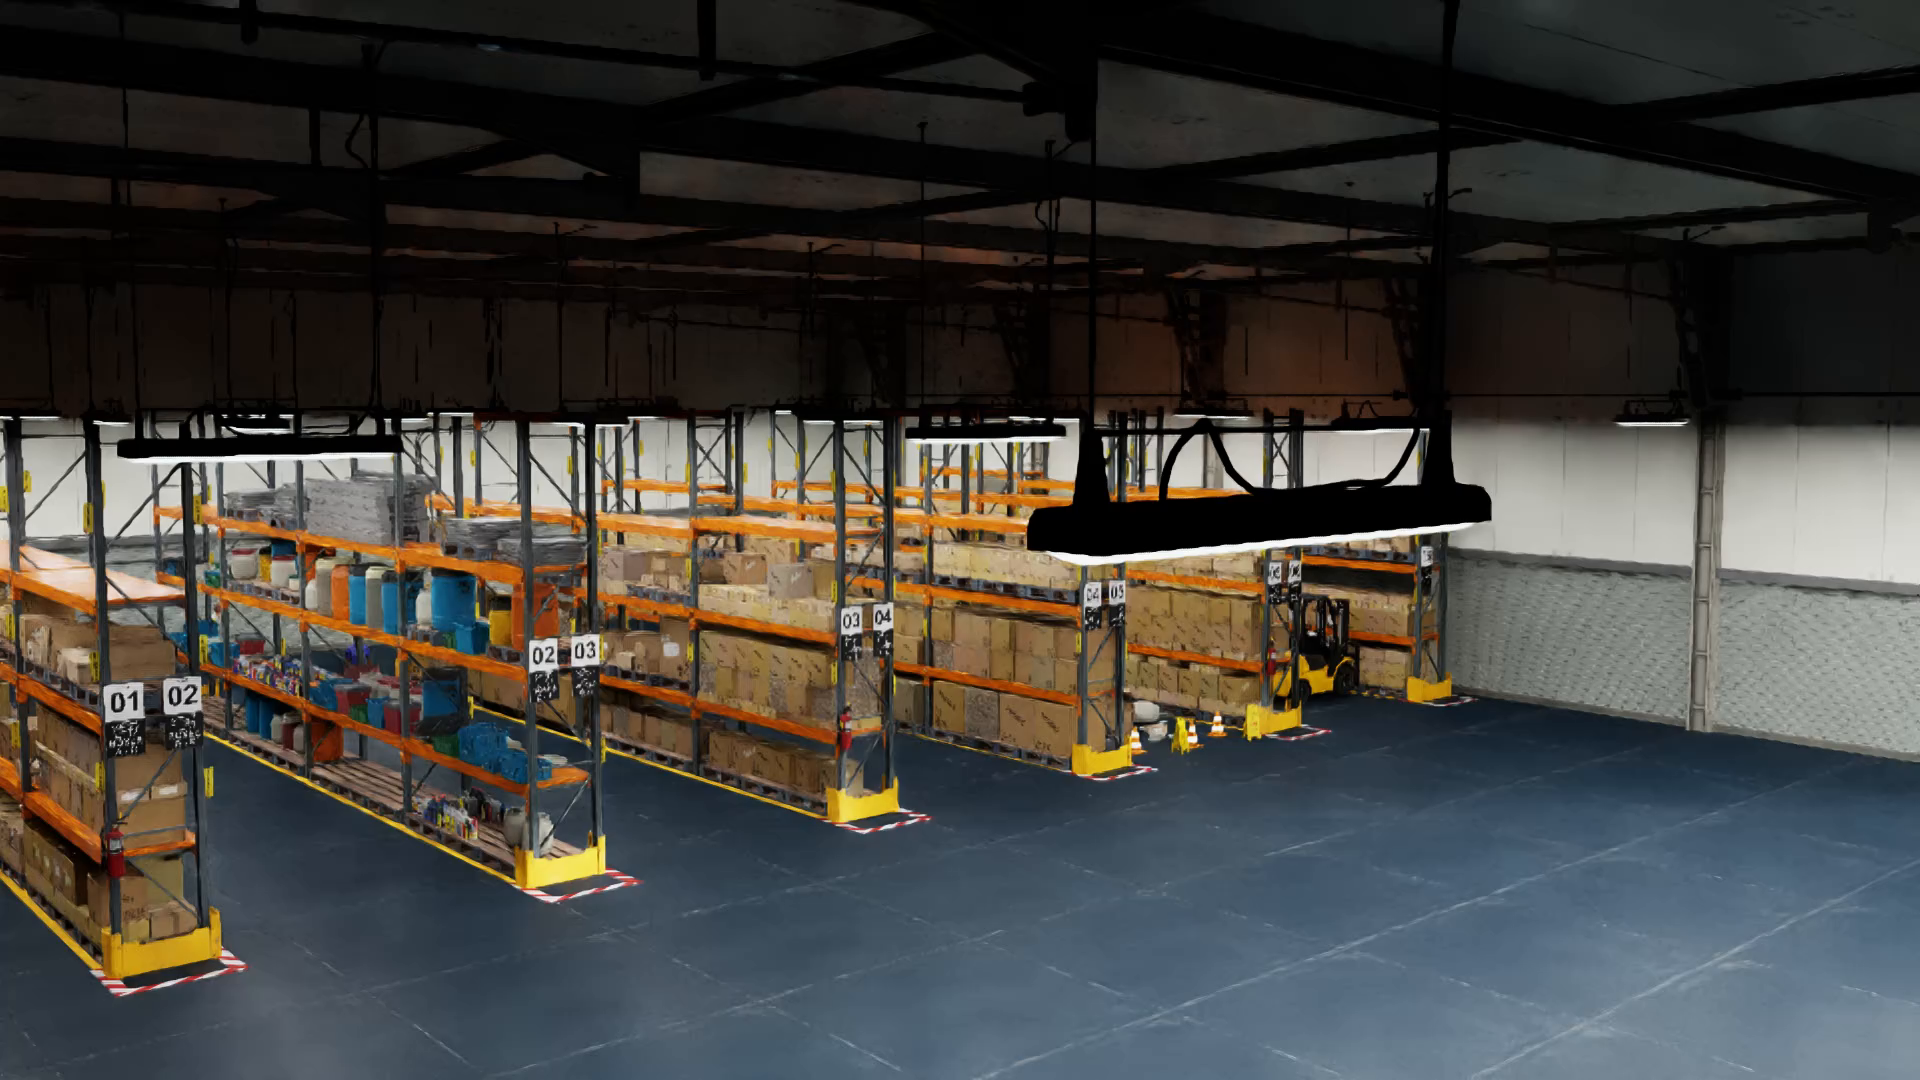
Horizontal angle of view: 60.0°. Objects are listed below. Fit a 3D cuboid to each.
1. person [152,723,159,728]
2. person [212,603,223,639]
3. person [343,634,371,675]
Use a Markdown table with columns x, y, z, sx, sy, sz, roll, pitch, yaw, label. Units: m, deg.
| x | y | z | sx | sy | sz | roll | pitch | yaw | label |
| --- | --- | --- | --- | --- | --- | --- | --- | --- | --- |
| -14.334 | 2.977 | 29.241 | 0.625 | 1.596 | 0.517 | -5 | 7 | -42 | person |
| -16.984 | 2.224 | 37.824 | 0.499 | 1.588 | 0.476 | 1 | 5 | 11 | person |
| -12.022 | 2.609 | 33.246 | 0.459 | 1.596 | 0.990 | -5 | 7 | -42 | person |
